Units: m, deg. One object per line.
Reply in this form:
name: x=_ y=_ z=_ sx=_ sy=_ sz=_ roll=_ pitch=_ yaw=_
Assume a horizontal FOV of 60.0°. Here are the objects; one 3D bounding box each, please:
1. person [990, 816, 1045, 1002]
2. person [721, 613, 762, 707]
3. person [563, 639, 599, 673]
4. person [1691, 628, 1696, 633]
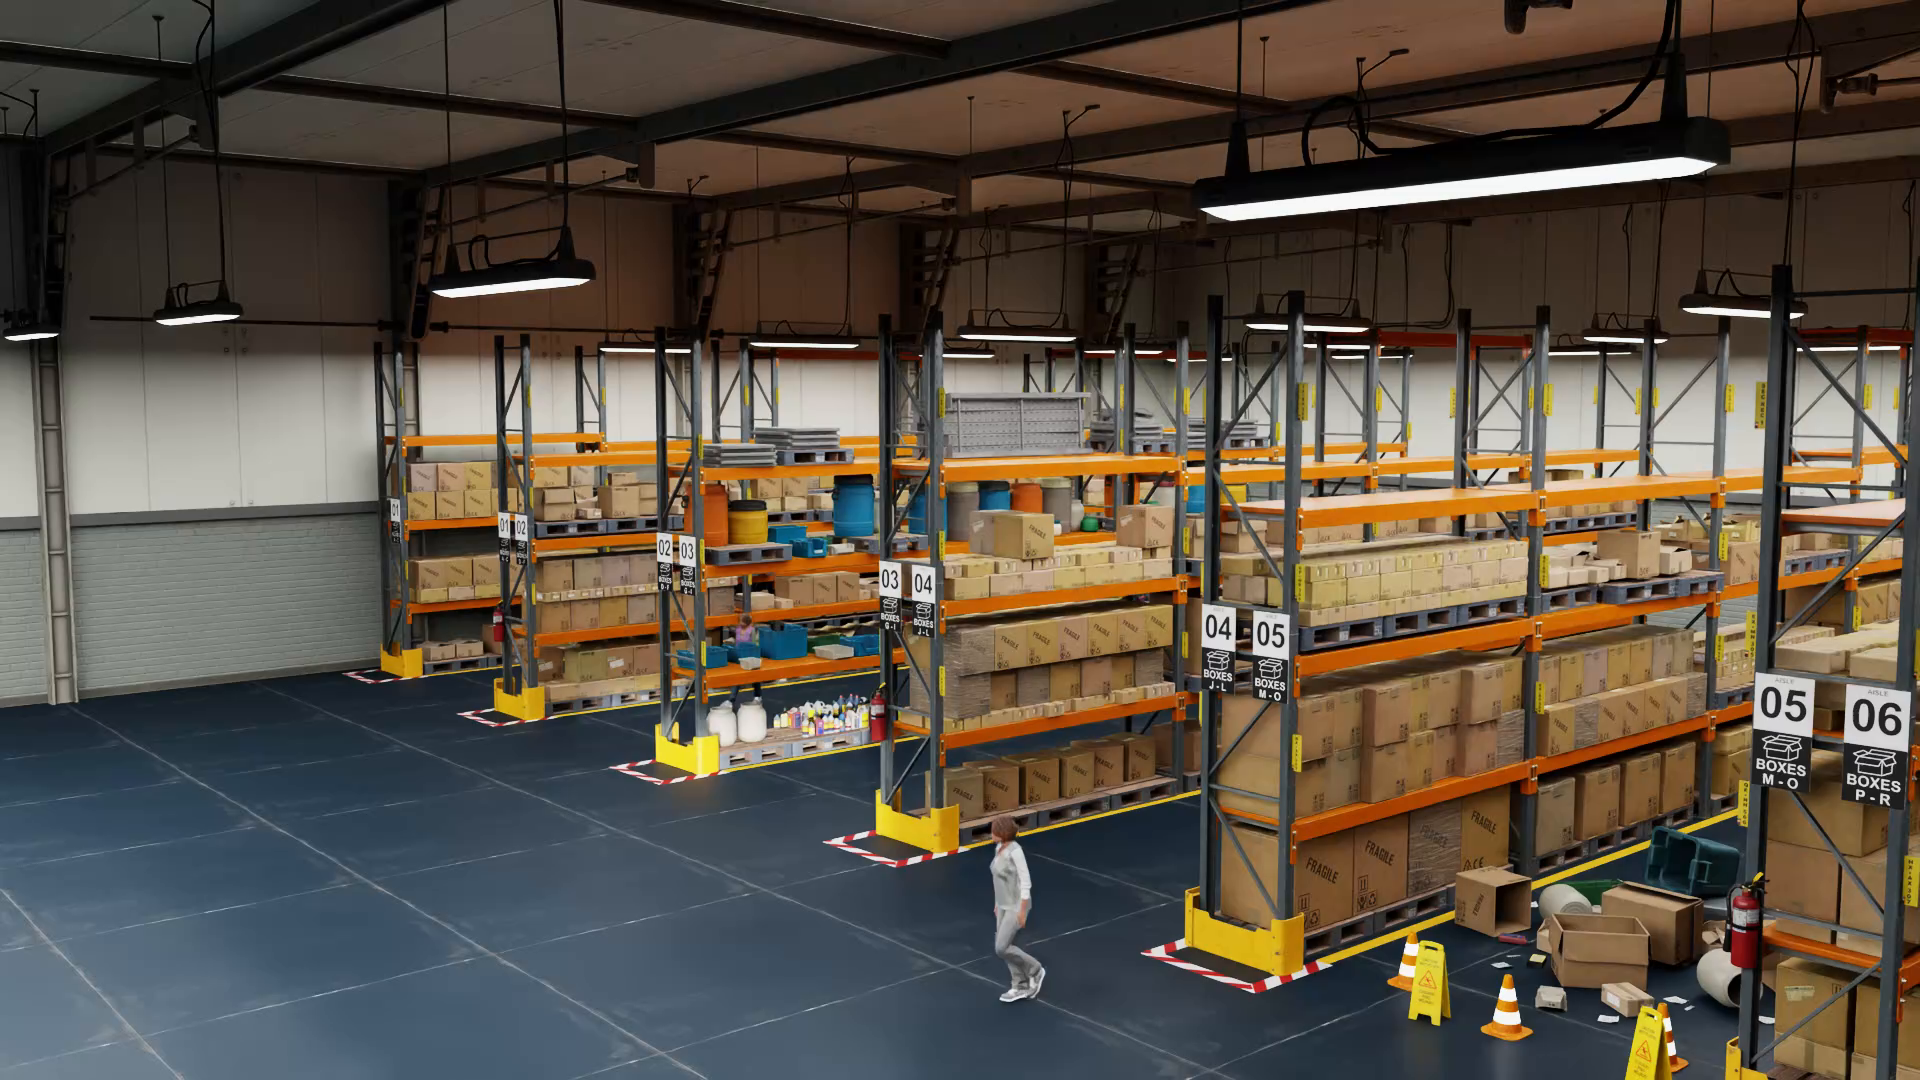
person: x=0.478 y=3.109 z=14.053 sx=0.455 sy=1.579 sz=0.498 roll=-2 pitch=5 yaw=-19
person: x=-3.478 y=1.937 z=26.791 sx=0.430 sy=1.533 sz=1.020 roll=1 pitch=5 yaw=14
person: x=-6.866 y=1.522 z=30.244 sx=0.619 sy=1.712 sz=1.107 roll=2 pitch=6 yaw=25
person: x=10.663 y=2.127 z=24.314 sx=0.516 sy=1.669 sz=0.492 roll=-5 pitch=7 yaw=-42
